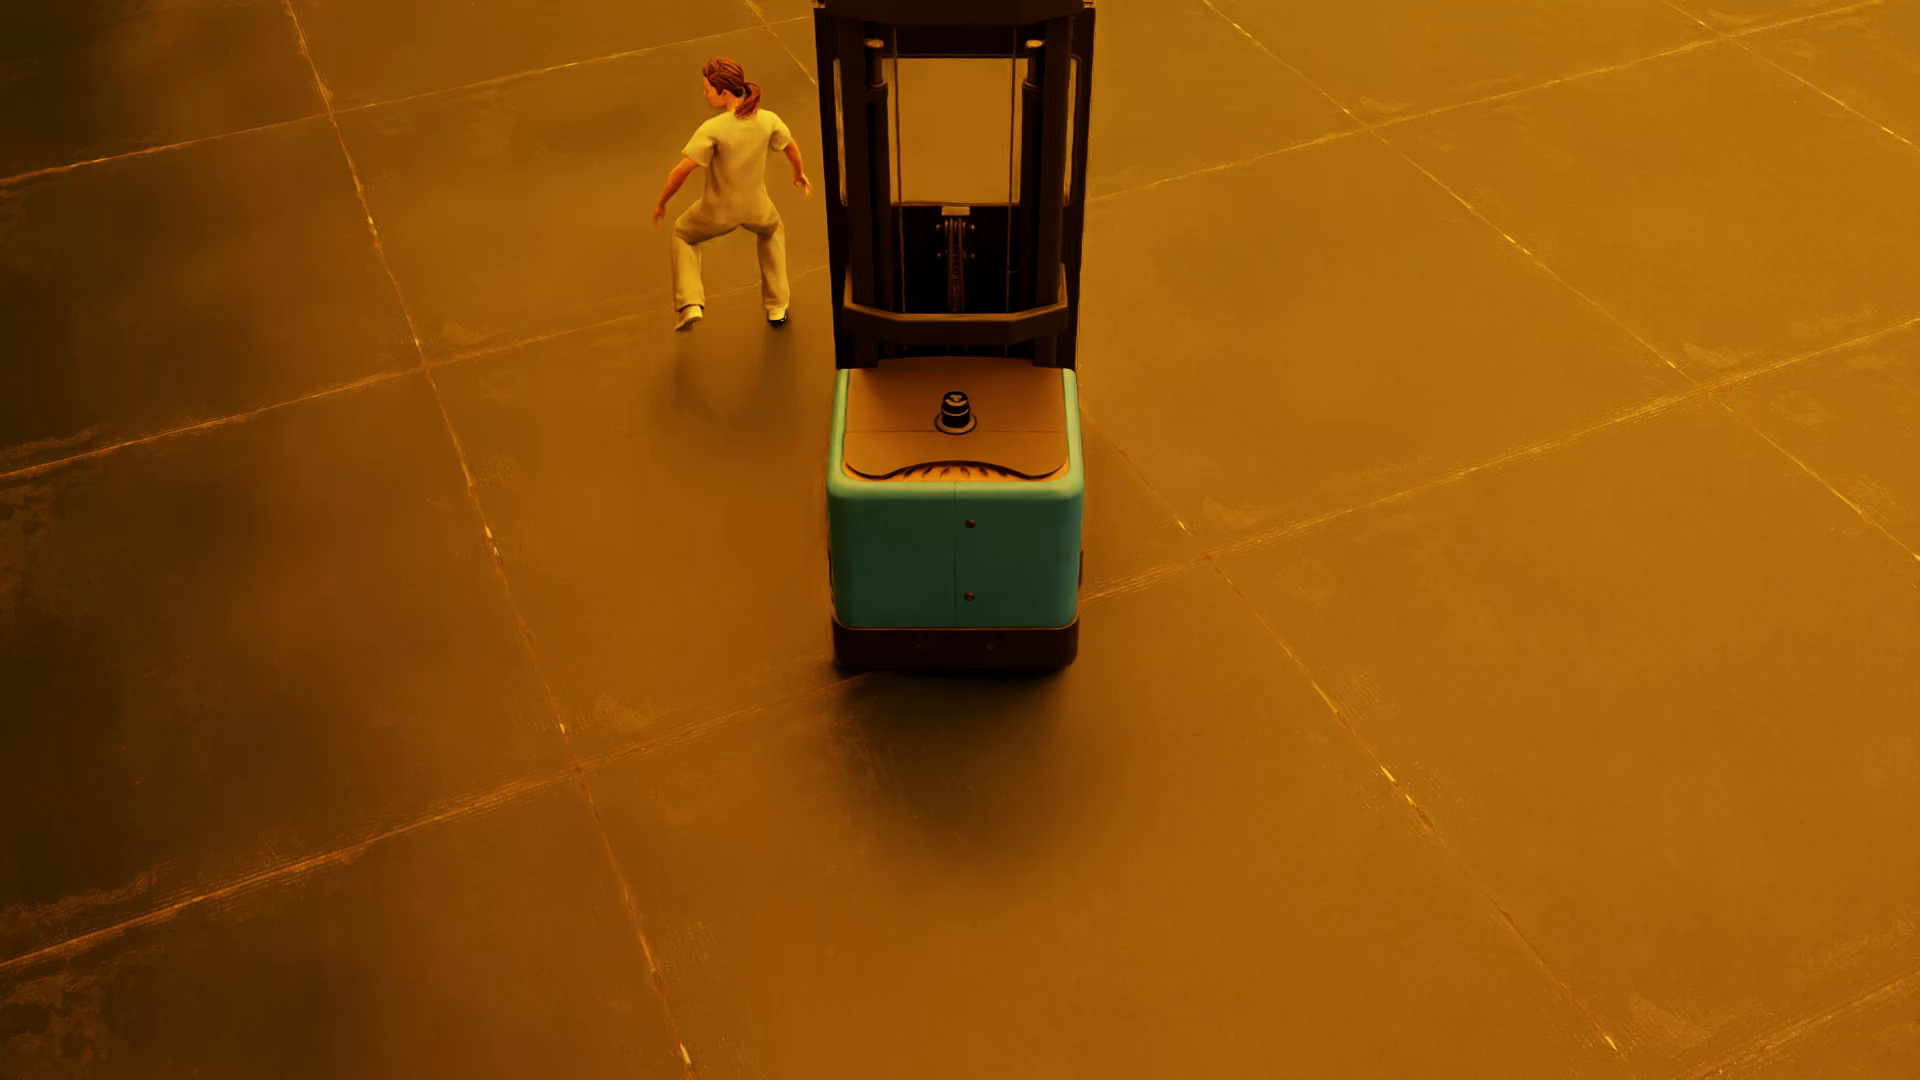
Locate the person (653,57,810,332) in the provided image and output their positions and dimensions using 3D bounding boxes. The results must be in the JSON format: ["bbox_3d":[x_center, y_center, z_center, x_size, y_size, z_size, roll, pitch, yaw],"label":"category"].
[{"bbox_3d":[-1.170,-1.762,8.604,0.888,1.558,0.500,-15,45,-16],"label":"person"}]

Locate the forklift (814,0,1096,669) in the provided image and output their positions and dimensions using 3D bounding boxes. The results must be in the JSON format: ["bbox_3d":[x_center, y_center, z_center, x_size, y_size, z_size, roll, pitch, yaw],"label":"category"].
[{"bbox_3d":[-0.021,-1.501,7.289,1.130,2.935,3.031,0,43,0],"label":"forklift"}]
